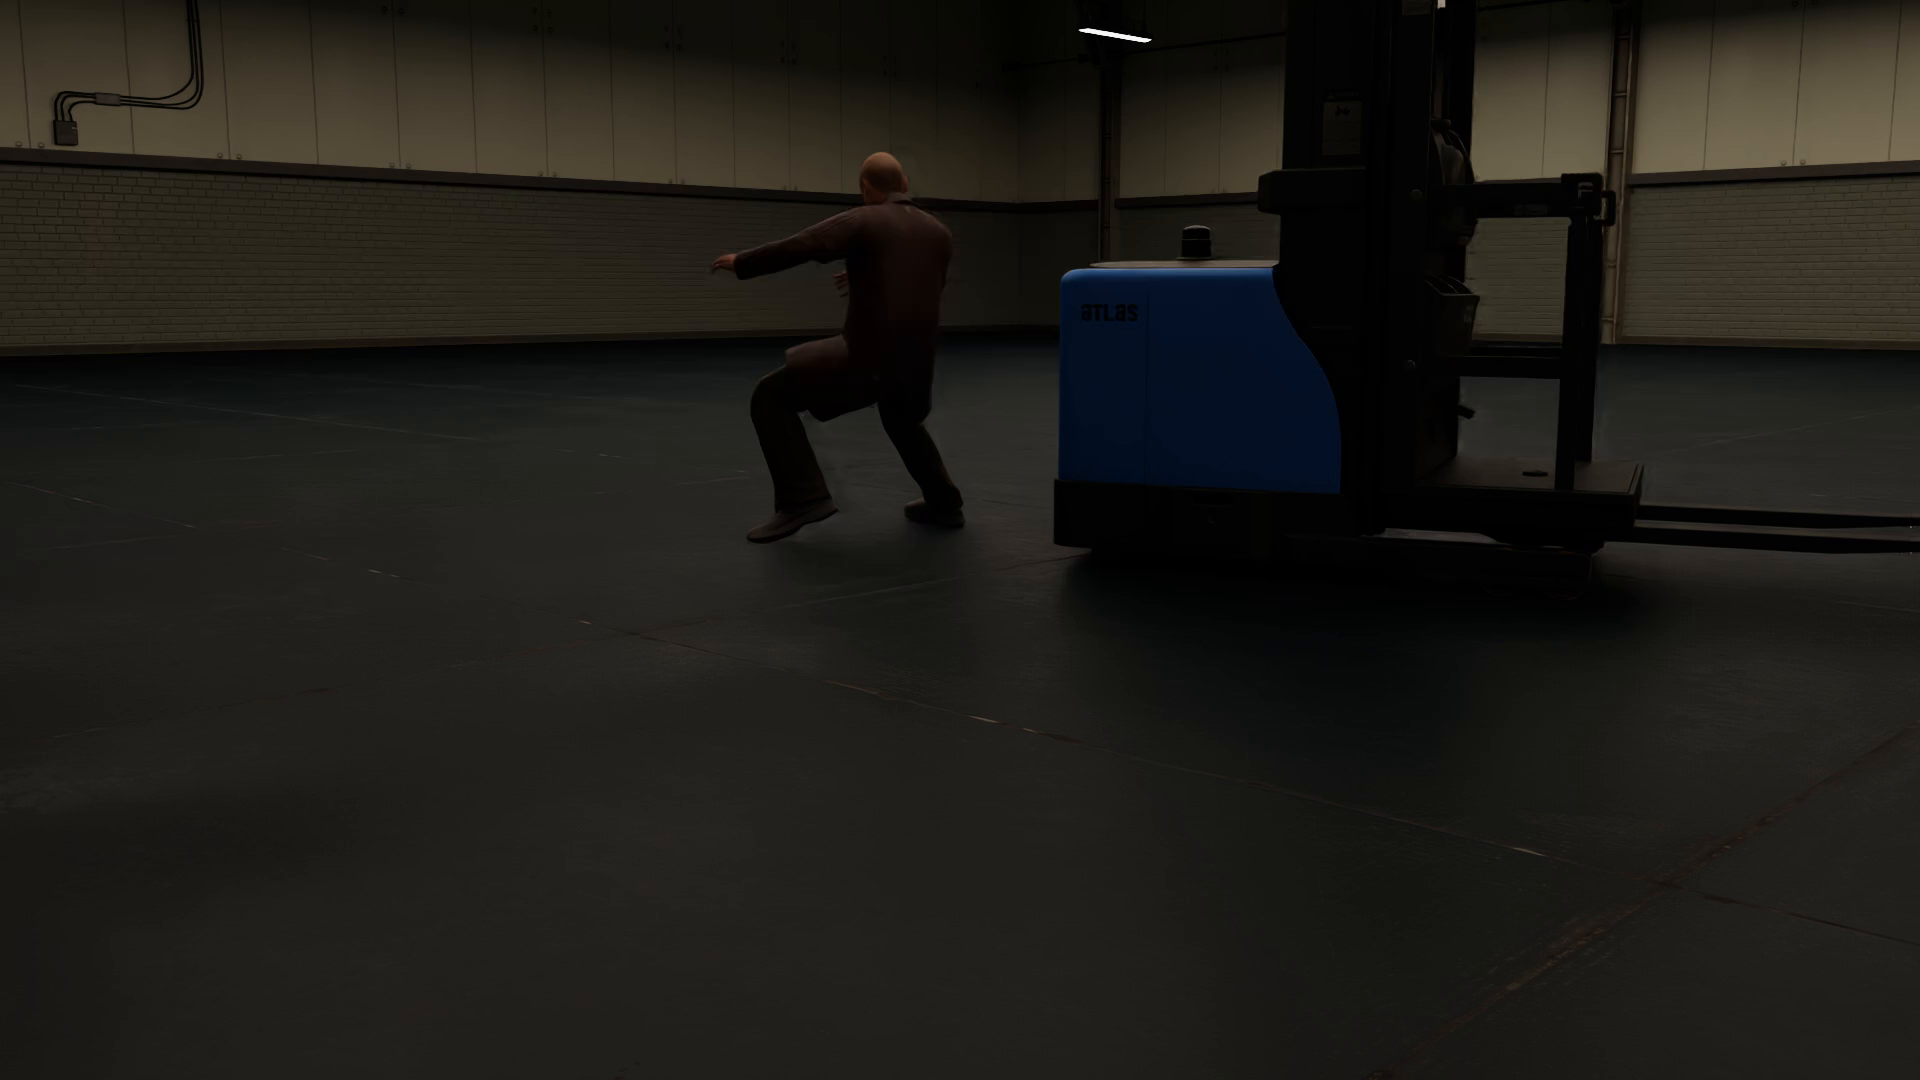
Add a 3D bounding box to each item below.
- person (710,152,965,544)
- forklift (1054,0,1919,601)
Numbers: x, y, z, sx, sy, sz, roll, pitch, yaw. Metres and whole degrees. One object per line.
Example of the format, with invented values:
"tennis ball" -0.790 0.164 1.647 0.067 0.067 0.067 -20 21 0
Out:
"person" -0.421 -0.782 6.752 1.070 1.533 0.766 -7 11 -38
"forklift" 1.912 -1.340 5.775 3.031 2.935 1.130 4 9 23
